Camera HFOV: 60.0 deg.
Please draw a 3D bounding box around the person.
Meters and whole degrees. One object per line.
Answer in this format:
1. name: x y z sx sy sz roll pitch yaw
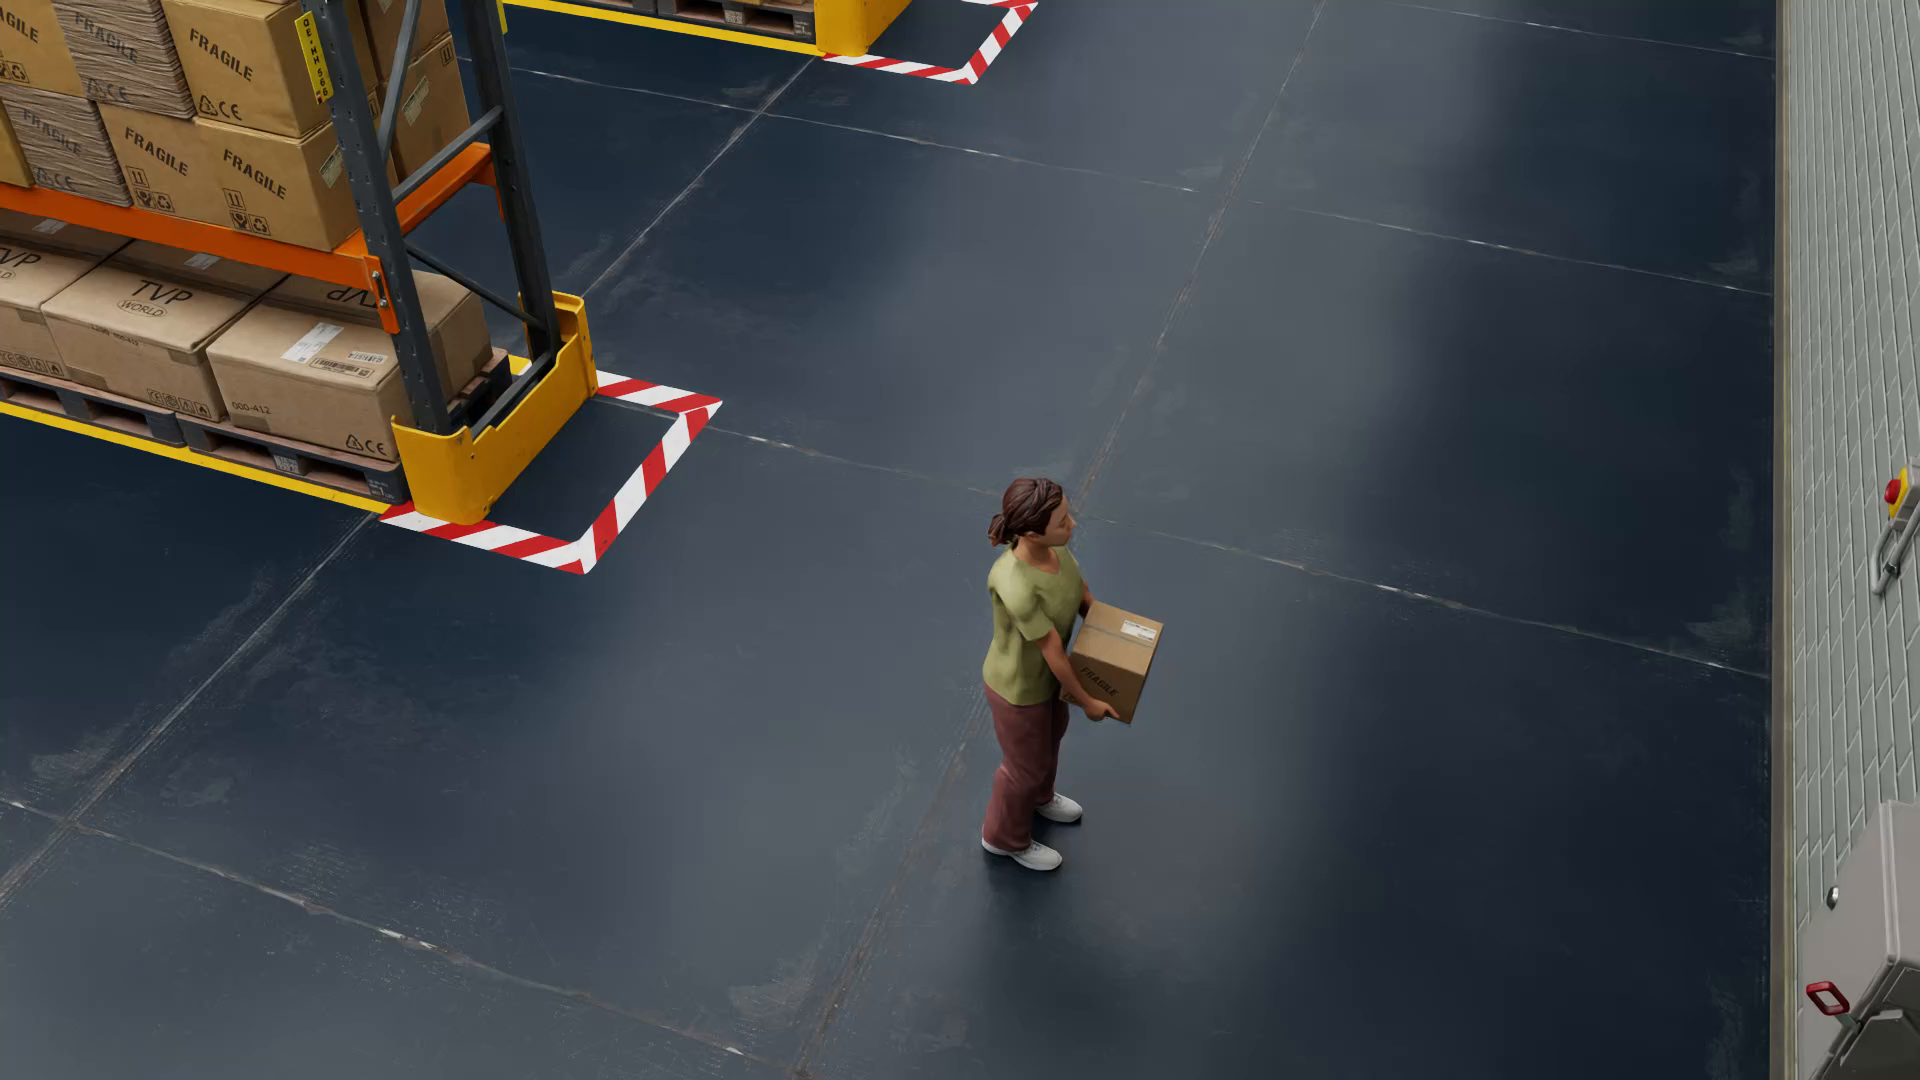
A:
1. person: 0.324 0.471 5.640 0.517 1.668 0.406 13 43 14
